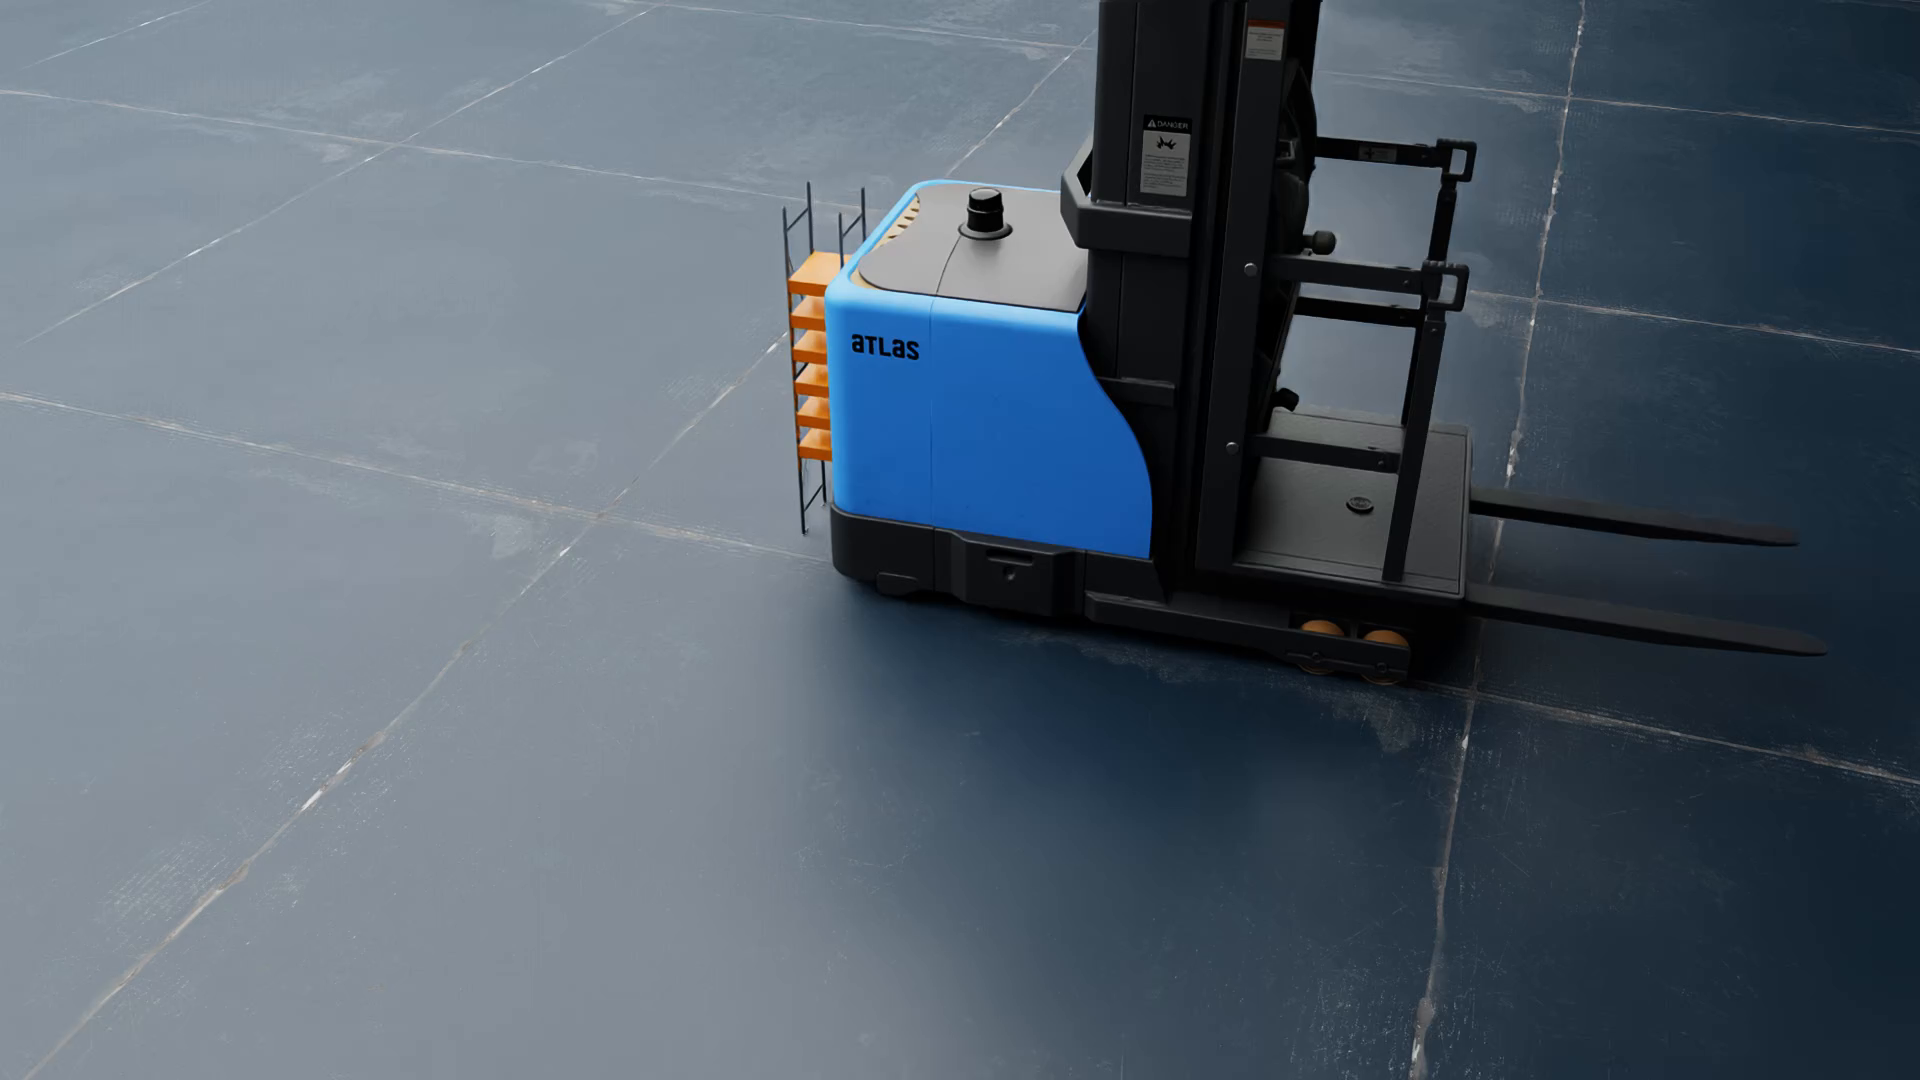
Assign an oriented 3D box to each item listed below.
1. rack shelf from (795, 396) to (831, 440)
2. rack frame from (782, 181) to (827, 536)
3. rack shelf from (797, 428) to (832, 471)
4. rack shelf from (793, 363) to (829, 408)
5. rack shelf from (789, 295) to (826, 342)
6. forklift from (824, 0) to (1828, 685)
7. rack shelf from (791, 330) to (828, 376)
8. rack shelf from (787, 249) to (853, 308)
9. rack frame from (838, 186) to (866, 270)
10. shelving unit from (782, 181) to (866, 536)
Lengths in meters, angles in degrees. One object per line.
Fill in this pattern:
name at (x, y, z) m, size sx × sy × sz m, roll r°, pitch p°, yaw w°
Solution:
rack shelf at (-0.426, -0.430, 5.613) m, size 0.180 × 0.103 × 0.258 m, roll 9°, pitch 34°, yaw 13°
rack frame at (-0.514, -0.582, 5.545) m, size 0.006 × 1.200 × 0.240 m, roll 9°, pitch 34°, yaw 13°
rack shelf at (-0.426, -0.329, 5.678) m, size 0.180 × 0.103 × 0.258 m, roll 9°, pitch 34°, yaw 13°
rack shelf at (-0.426, -0.531, 5.548) m, size 0.180 × 0.103 × 0.258 m, roll 9°, pitch 34°, yaw 13°
rack shelf at (-0.426, -0.732, 5.418) m, size 0.180 × 0.103 × 0.258 m, roll 9°, pitch 34°, yaw 13°
forklift at (1.154, -1.111, 4.769) m, size 3.031 × 2.935 × 1.130 m, roll 9°, pitch 34°, yaw 13°
rack shelf at (-0.426, -0.632, 5.483) m, size 0.180 × 0.103 × 0.258 m, roll 9°, pitch 34°, yaw 13°
rack shelf at (-0.426, -0.833, 5.353) m, size 0.180 × 0.103 × 0.258 m, roll 9°, pitch 34°, yaw 13°
rack frame at (-0.338, -0.555, 5.503) m, size 0.006 × 1.200 × 0.240 m, roll 9°, pitch 34°, yaw 13°
shelving unit at (-0.426, -0.568, 5.524) m, size 0.189 × 1.200 × 0.258 m, roll 9°, pitch 34°, yaw 13°
